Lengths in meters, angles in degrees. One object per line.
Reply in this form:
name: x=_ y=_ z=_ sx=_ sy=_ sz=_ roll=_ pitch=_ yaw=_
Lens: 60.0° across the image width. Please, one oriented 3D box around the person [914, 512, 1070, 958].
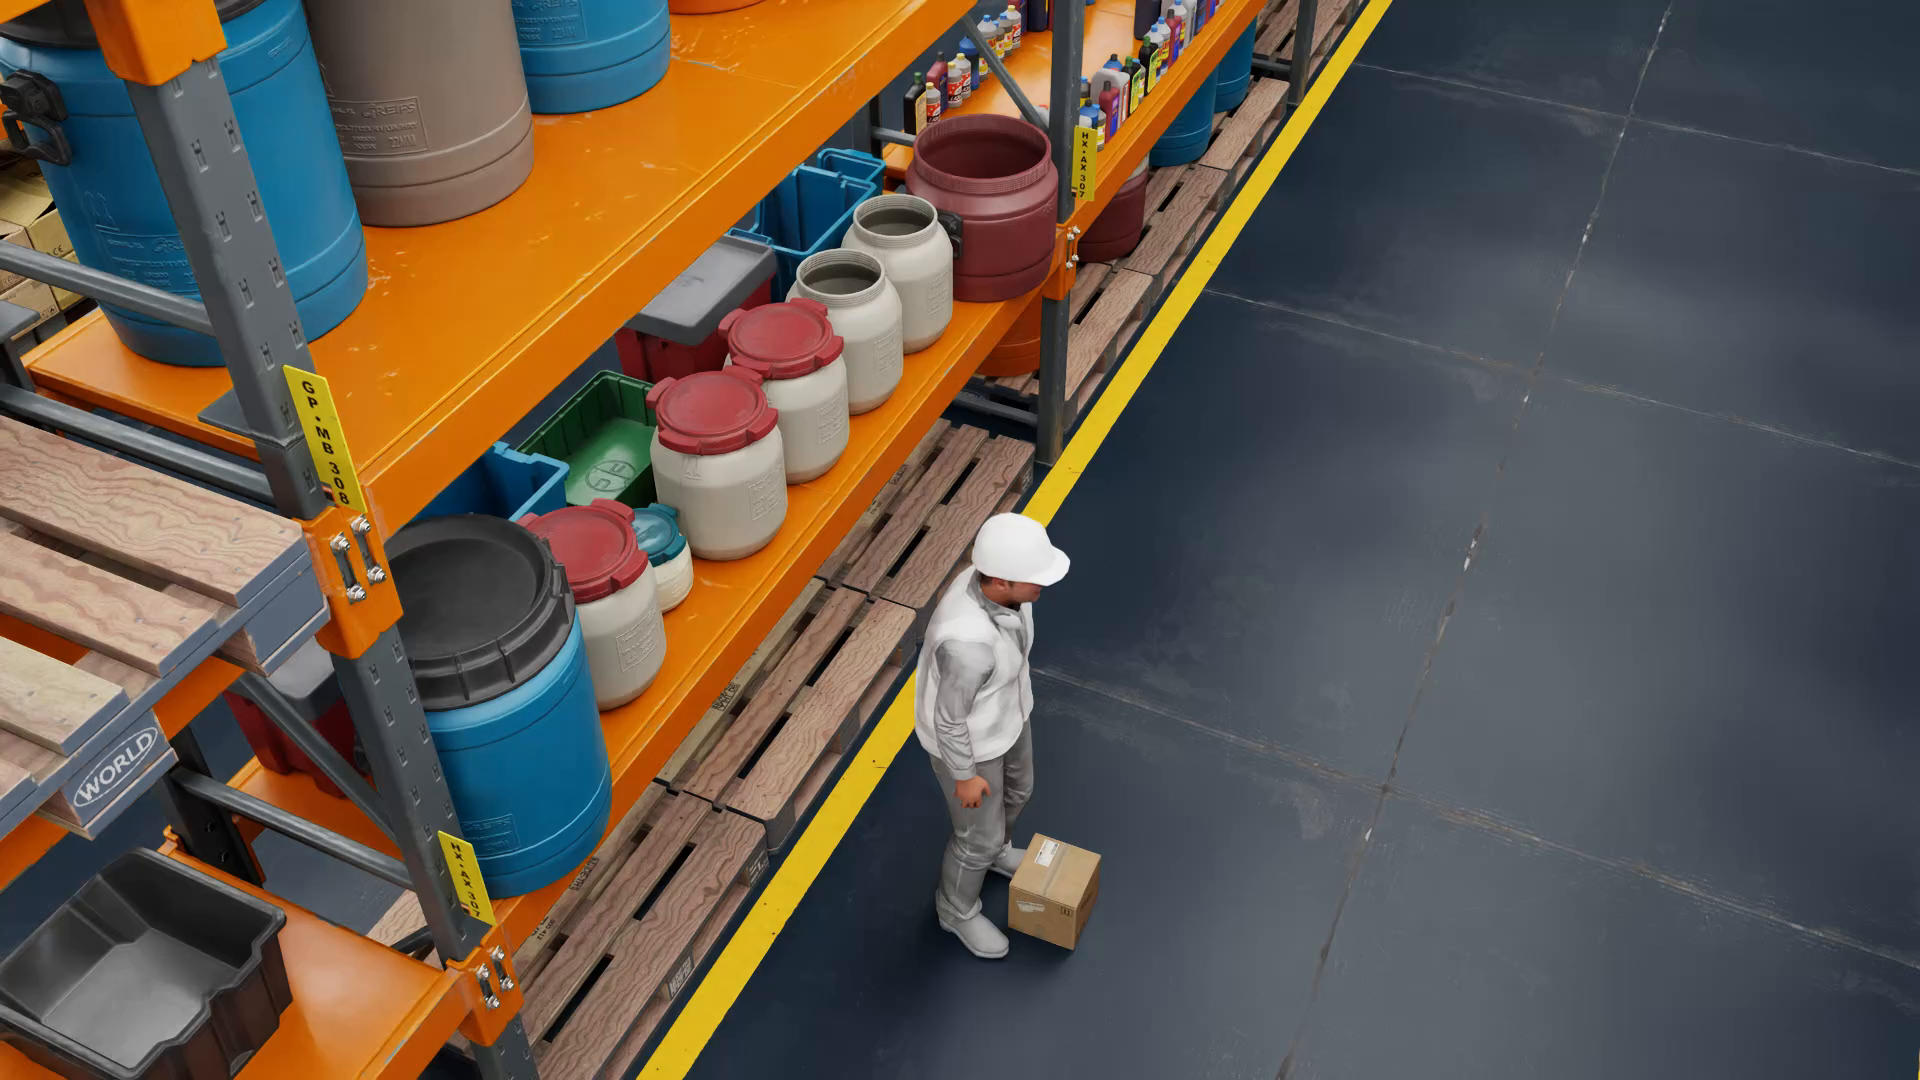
person: x=0.093 y=0.604 z=5.463 sx=0.464 sy=1.769 sz=0.582 roll=15 pitch=44 yaw=16
